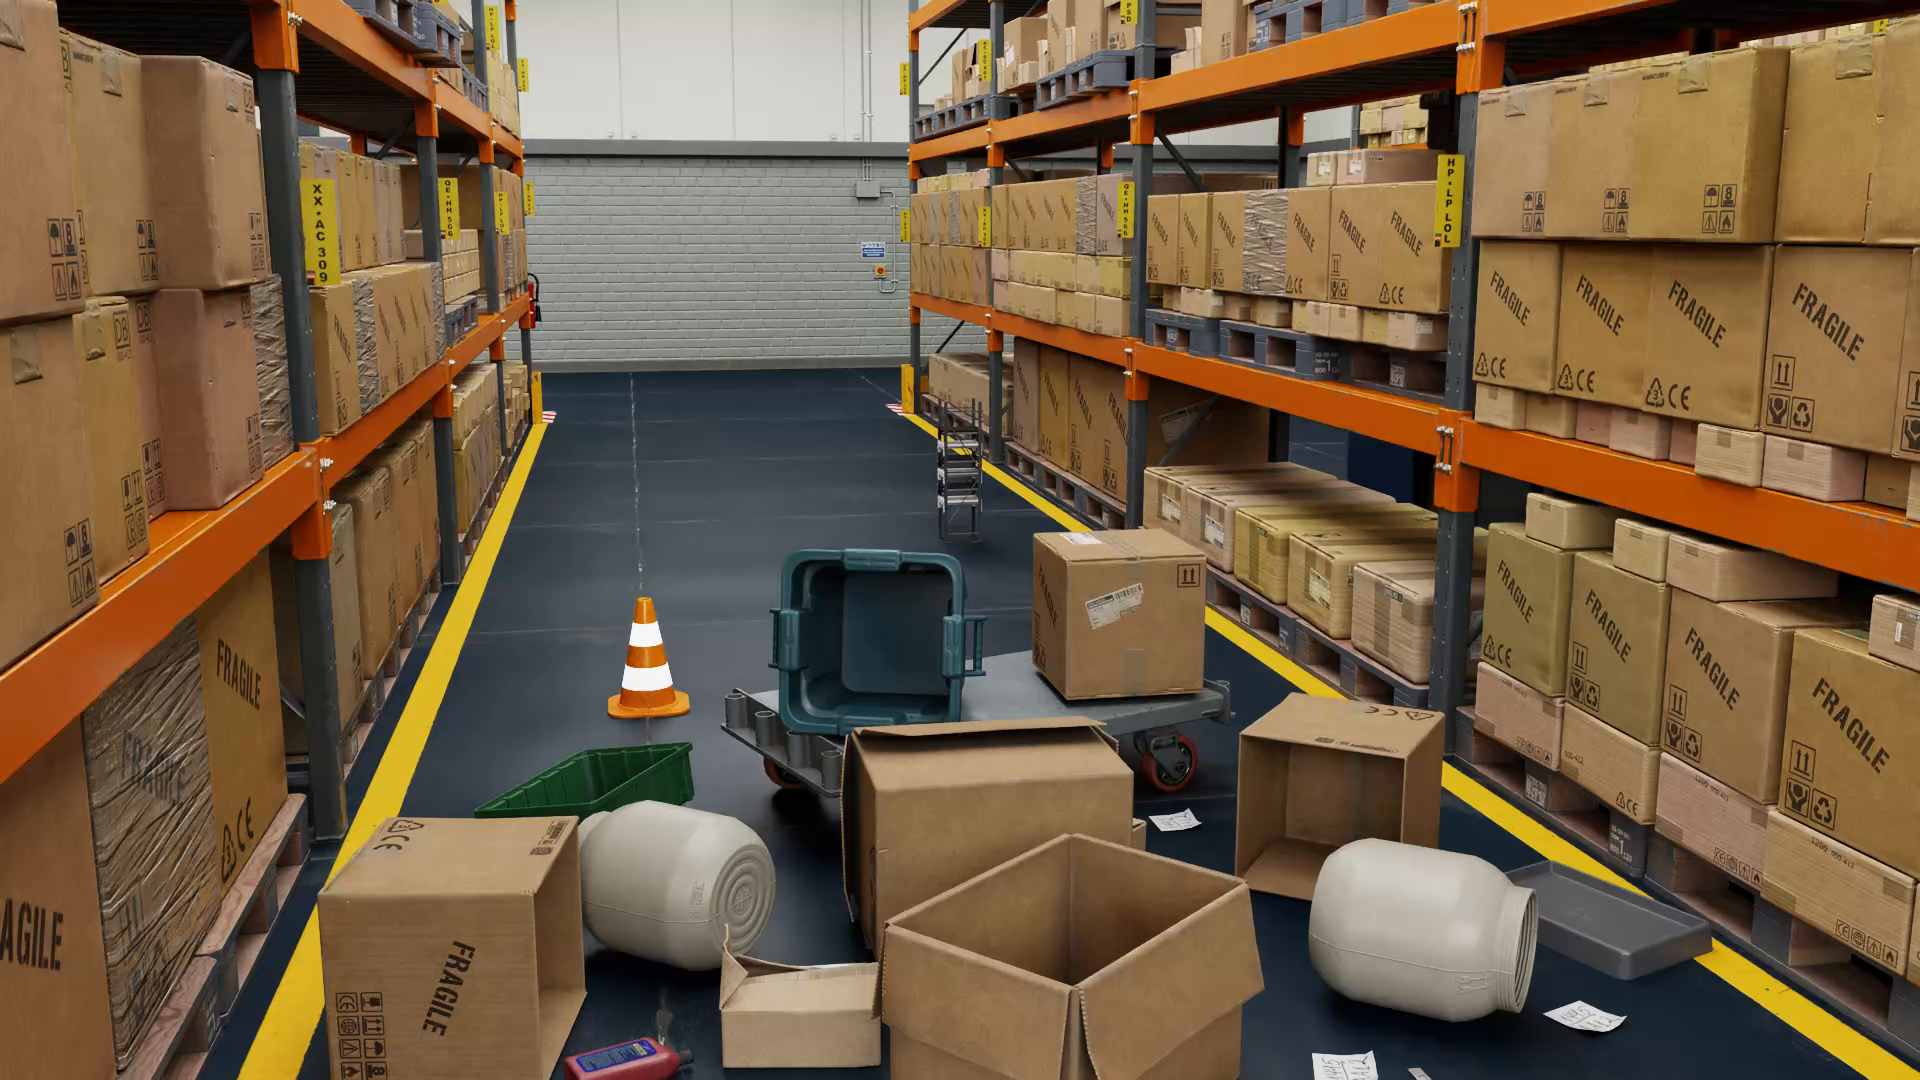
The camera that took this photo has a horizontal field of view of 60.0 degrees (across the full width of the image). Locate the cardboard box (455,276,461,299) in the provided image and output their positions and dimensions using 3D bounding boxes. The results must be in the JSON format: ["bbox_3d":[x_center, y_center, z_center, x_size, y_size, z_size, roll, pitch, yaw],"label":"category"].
[{"bbox_3d":[-3.509,-1.668,10.989,0.380,0.149,0.250,-2,11,-13],"label":"cardboard box"}]

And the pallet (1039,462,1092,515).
[{"bbox_3d":[1.212,-0.405,12.258,1.003,0.211,1.213,-2,11,-11],"label":"pallet"}]

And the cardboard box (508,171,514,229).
[{"bbox_3d":[-4.220,-2.999,14.695,0.500,0.500,0.500,-3,11,-13],"label":"cardboard box"}]

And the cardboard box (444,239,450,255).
[{"bbox_3d":[-3.415,-1.865,10.429,0.380,0.149,0.250,-2,11,-8],"label":"cardboard box"}]

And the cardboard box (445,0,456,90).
[{"bbox_3d":[-3.265,-2.934,9.799,0.500,0.500,0.500,-2,11,-11],"label":"cardboard box"}]

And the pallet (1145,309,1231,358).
[{"bbox_3d":[1.768,-1.183,9.402,1.213,0.211,1.003,-2,11,-11],"label":"pallet"}]

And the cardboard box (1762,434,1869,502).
[{"bbox_3d":[2.365,-0.197,4.382,0.380,0.149,0.250,-2,11,-11],"label":"cardboard box"}]

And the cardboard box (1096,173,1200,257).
[{"bbox_3d":[1.168,-2.029,10.395,0.500,0.500,0.500,-2,11,-13],"label":"cardboard box"}]

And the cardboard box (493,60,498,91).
[{"bbox_3d":[-4.040,-3.773,13.539,0.500,0.250,0.500,-2,11,-11],"label":"cardboard box"}]

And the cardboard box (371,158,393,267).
[{"bbox_3d":[-3.134,-1.570,7.982,0.700,0.500,0.500,-2,11,-12],"label":"cardboard box"}]

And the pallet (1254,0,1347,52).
[{"bbox_3d":[2.082,-2.359,7.547,1.213,0.211,1.003,-2,11,-11],"label":"pallet"}]

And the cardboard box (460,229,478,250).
[{"bbox_3d":[-3.819,-2.248,12.440,0.380,0.149,0.250,-2,11,-8],"label":"cardboard box"}]

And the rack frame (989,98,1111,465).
[{"bbox_3d":[0.747,-2.138,13.904,1.000,3.000,0.127,-2,11,-11],"label":"rack frame"}]

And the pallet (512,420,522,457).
[{"bbox_3d":[-4.495,-0.915,14.940,1.003,0.211,1.213,-2,11,-11],"label":"pallet"}]

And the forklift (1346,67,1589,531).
[{"bbox_3d":[3.292,-1.245,9.398,1.130,2.935,3.031,-2,11,-10],"label":"forklift"}]

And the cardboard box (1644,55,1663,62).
[{"bbox_3d":[5.561,-3.766,12.923,0.380,0.149,0.250,-2,11,-11],"label":"cardboard box"}]

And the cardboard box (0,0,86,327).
[{"bbox_3d":[-1.962,-0.617,2.626,0.875,0.550,0.550,-2,11,-11],"label":"cardboard box"}]

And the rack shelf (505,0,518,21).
[{"bbox_3d":[-4.478,-4.898,14.295,1.077,0.370,4.000,-2,11,-11],"label":"rack shelf"}]

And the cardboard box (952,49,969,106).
[{"bbox_3d":[0.214,-4.274,15.449,0.500,0.500,0.500,-2,11,-10],"label":"cardboard box"}]

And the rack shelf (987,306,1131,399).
[{"bbox_3d":[1.136,-1.417,12.044,1.077,0.370,4.000,-2,11,-11],"label":"rack shelf"}]

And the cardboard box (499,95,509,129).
[{"bbox_3d":[-4.109,-3.621,14.078,0.500,0.250,0.500,-2,11,-9],"label":"cardboard box"}]

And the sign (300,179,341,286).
[{"bbox_3d":[-1.989,-0.956,5.172,0.100,0.325,0.005,-2,11,-11],"label":"sign"}]

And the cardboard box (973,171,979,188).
[{"bbox_3d":[0.324,-3.186,14.734,0.380,0.149,0.250,-2,11,-11],"label":"cardboard box"}]

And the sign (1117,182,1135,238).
[{"bbox_3d":[0.981,-1.952,9.833,0.100,0.325,0.005,-2,11,-11],"label":"sign"}]

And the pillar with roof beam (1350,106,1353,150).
[{"bbox_3d":[0.974,-6.370,20.098,9.100,9.000,0.400,-2,11,-11],"label":"pillar with roof beam"}]

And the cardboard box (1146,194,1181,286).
[{"bbox_3d":[1.385,-1.714,9.496,0.500,0.500,0.500,-2,11,-13],"label":"cardboard box"}]

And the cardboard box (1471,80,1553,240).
[{"bbox_3d":[2.176,-1.268,5.600,0.700,0.500,0.500,-2,11,-12],"label":"cardboard box"}]

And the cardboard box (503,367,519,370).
[{"bbox_3d":[-4.360,-1.542,15.686,0.380,0.149,0.250,-3,11,-13],"label":"cardboard box"}]

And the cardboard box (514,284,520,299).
[{"bbox_3d":[-4.379,-2.361,15.752,0.380,0.149,0.250,-2,11,-9],"label":"cardboard box"}]

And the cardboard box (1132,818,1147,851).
[{"bbox_3d":[0.356,0.900,5.256,0.396,0.266,0.258,9,14,38],"label":"cardboard box"}]

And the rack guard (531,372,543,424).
[{"bbox_3d":[-4.852,-1.431,16.876,1.175,0.500,0.348,-2,11,-11],"label":"rack guard"}]

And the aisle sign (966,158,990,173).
[{"bbox_3d":[0.259,-4.173,17.644,0.394,0.787,0.004,-2,11,-11],"label":"aisle sign"}]

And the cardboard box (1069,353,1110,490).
[{"bbox_3d":[1.303,-0.860,11.751,0.875,0.875,0.875,-2,11,-10],"label":"cardboard box"}]

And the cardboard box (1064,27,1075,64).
[{"bbox_3d":[0.914,-3.258,11.003,0.396,0.266,0.258,-2,11,-12],"label":"cardboard box"}]

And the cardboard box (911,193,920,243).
[{"bbox_3d":[-0.217,-3.313,17.139,0.500,0.500,0.500,-2,11,-12],"label":"cardboard box"}]

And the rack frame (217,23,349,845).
[{"bbox_3d":[-2.533,-0.472,5.152,1.000,3.000,0.127,-2,11,-11],"label":"rack frame"}]

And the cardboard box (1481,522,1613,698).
[{"bbox_3d":[2.153,0.224,5.723,0.500,0.500,0.500,-2,11,-8],"label":"cardboard box"}]

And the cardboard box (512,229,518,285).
[{"bbox_3d":[-4.237,-2.516,14.828,0.500,0.500,0.500,-2,11,-8],"label":"cardboard box"}]

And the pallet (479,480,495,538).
[{"bbox_3d":[-3.695,-0.202,11.194,1.003,0.211,1.213,-2,11,-11],"label":"pallet"}]

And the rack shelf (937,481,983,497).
[{"bbox_3d":[-0.002,-0.322,10.643,0.258,0.077,0.200,-2,11,-11],"label":"rack shelf"}]

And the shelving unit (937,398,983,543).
[{"bbox_3d":[-0.002,-0.444,10.620,0.258,0.900,0.210,-2,11,-11],"label":"shelving unit"}]

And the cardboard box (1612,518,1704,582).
[{"bbox_3d":[2.220,0.024,5.036,0.380,0.149,0.250,-2,11,-9],"label":"cardboard box"}]

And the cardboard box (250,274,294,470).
[{"bbox_3d":[-2.450,-0.478,4.785,0.875,0.550,0.550,-2,11,-11],"label":"cardboard box"}]

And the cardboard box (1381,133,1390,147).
[{"bbox_3d":[4.748,-4.288,17.855,0.380,0.149,0.250,-2,11,-10],"label":"cardboard box"}]

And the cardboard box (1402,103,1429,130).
[{"bbox_3d":[4.862,-4.320,16.955,0.500,0.250,0.500,-2,11,-13],"label":"cardboard box"}]

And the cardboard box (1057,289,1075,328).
[{"bbox_3d":[0.975,-1.600,11.479,0.500,0.250,0.500,-2,11,-12],"label":"cardboard box"}]

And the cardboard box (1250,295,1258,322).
[{"bbox_3d":[1.686,-1.173,8.383,0.380,0.149,0.250,-2,11,-9],"label":"cardboard box"}]

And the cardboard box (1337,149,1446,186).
[{"bbox_3d":[1.845,-1.593,7.122,0.380,0.149,0.250,-2,11,-13],"label":"cardboard box"}]

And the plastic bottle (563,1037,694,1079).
[{"bbox_3d":[-0.787,1.250,3.964,0.283,0.061,0.133,-6,13,-31],"label":"plastic bottle"}]

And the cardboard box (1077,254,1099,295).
[{"bbox_3d":[1.078,-1.749,10.929,0.500,0.250,0.500,-2,11,-12],"label":"cardboard box"}]

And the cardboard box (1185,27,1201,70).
[{"bbox_3d":[1.469,-2.701,9.200,0.396,0.266,0.258,-2,11,-11],"label":"cardboard box"}]

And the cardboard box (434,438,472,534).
[{"bbox_3d":[-3.198,-0.323,9.932,0.500,0.500,0.500,-3,11,-13],"label":"cardboard box"}]

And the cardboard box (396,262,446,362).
[{"bbox_3d":[-2.960,-1.182,8.615,0.500,0.500,0.500,-2,11,-11],"label":"cardboard box"}]

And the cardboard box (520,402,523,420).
[{"bbox_3d":[-4.272,-1.205,15.507,0.380,0.149,0.250,-3,11,-14],"label":"cardboard box"}]

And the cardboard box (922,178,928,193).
[{"bbox_3d":[-0.175,-3.558,16.689,0.380,0.149,0.250,-2,11,-9],"label":"cardboard box"}]

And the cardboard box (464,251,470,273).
[{"bbox_3d":[-3.663,-1.958,11.716,0.380,0.149,0.250,-2,11,-13],"label":"cardboard box"}]

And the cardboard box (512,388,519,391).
[{"bbox_3d":[-4.237,-1.301,15.214,0.380,0.149,0.250,-2,11,-8],"label":"cardboard box"}]
